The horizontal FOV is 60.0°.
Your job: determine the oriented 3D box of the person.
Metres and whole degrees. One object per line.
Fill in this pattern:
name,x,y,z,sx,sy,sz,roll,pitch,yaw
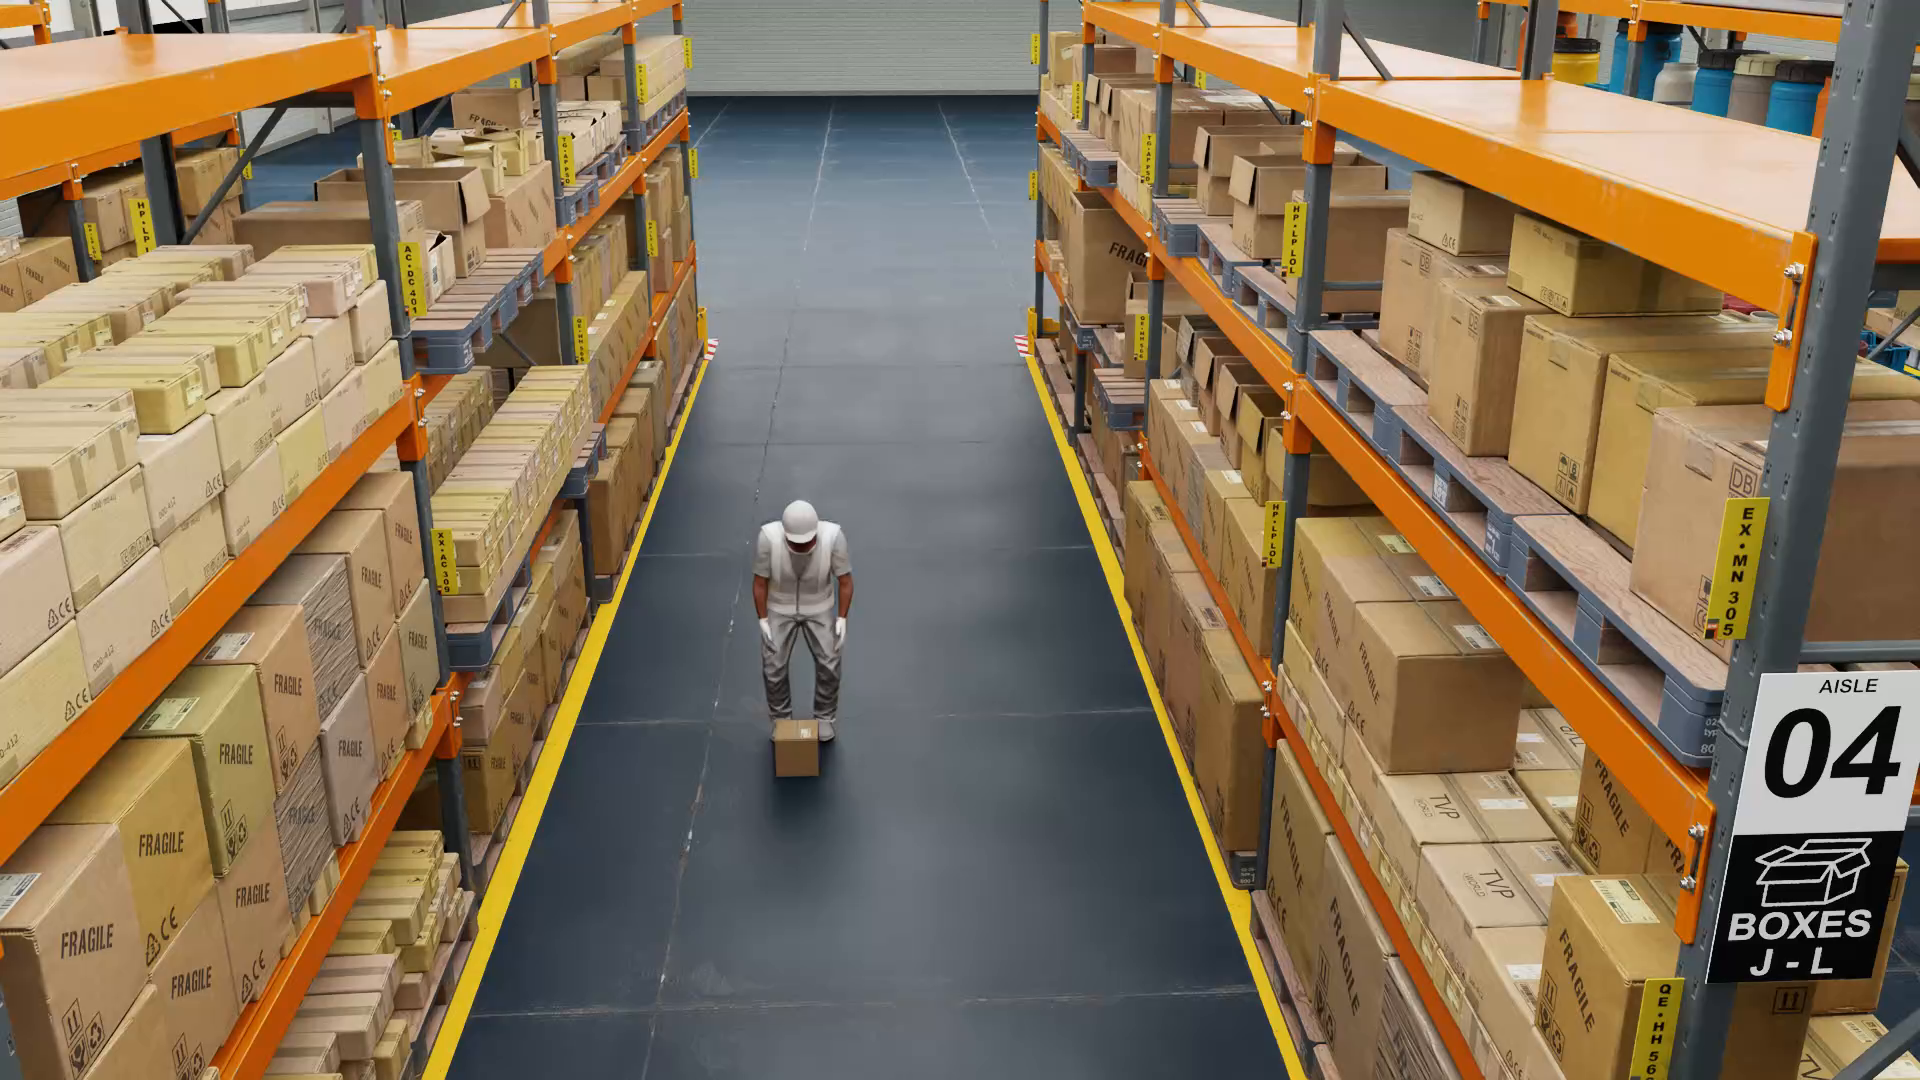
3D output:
person,-0.940,0.460,10.064,0.601,1.602,0.629,-1,20,-2
